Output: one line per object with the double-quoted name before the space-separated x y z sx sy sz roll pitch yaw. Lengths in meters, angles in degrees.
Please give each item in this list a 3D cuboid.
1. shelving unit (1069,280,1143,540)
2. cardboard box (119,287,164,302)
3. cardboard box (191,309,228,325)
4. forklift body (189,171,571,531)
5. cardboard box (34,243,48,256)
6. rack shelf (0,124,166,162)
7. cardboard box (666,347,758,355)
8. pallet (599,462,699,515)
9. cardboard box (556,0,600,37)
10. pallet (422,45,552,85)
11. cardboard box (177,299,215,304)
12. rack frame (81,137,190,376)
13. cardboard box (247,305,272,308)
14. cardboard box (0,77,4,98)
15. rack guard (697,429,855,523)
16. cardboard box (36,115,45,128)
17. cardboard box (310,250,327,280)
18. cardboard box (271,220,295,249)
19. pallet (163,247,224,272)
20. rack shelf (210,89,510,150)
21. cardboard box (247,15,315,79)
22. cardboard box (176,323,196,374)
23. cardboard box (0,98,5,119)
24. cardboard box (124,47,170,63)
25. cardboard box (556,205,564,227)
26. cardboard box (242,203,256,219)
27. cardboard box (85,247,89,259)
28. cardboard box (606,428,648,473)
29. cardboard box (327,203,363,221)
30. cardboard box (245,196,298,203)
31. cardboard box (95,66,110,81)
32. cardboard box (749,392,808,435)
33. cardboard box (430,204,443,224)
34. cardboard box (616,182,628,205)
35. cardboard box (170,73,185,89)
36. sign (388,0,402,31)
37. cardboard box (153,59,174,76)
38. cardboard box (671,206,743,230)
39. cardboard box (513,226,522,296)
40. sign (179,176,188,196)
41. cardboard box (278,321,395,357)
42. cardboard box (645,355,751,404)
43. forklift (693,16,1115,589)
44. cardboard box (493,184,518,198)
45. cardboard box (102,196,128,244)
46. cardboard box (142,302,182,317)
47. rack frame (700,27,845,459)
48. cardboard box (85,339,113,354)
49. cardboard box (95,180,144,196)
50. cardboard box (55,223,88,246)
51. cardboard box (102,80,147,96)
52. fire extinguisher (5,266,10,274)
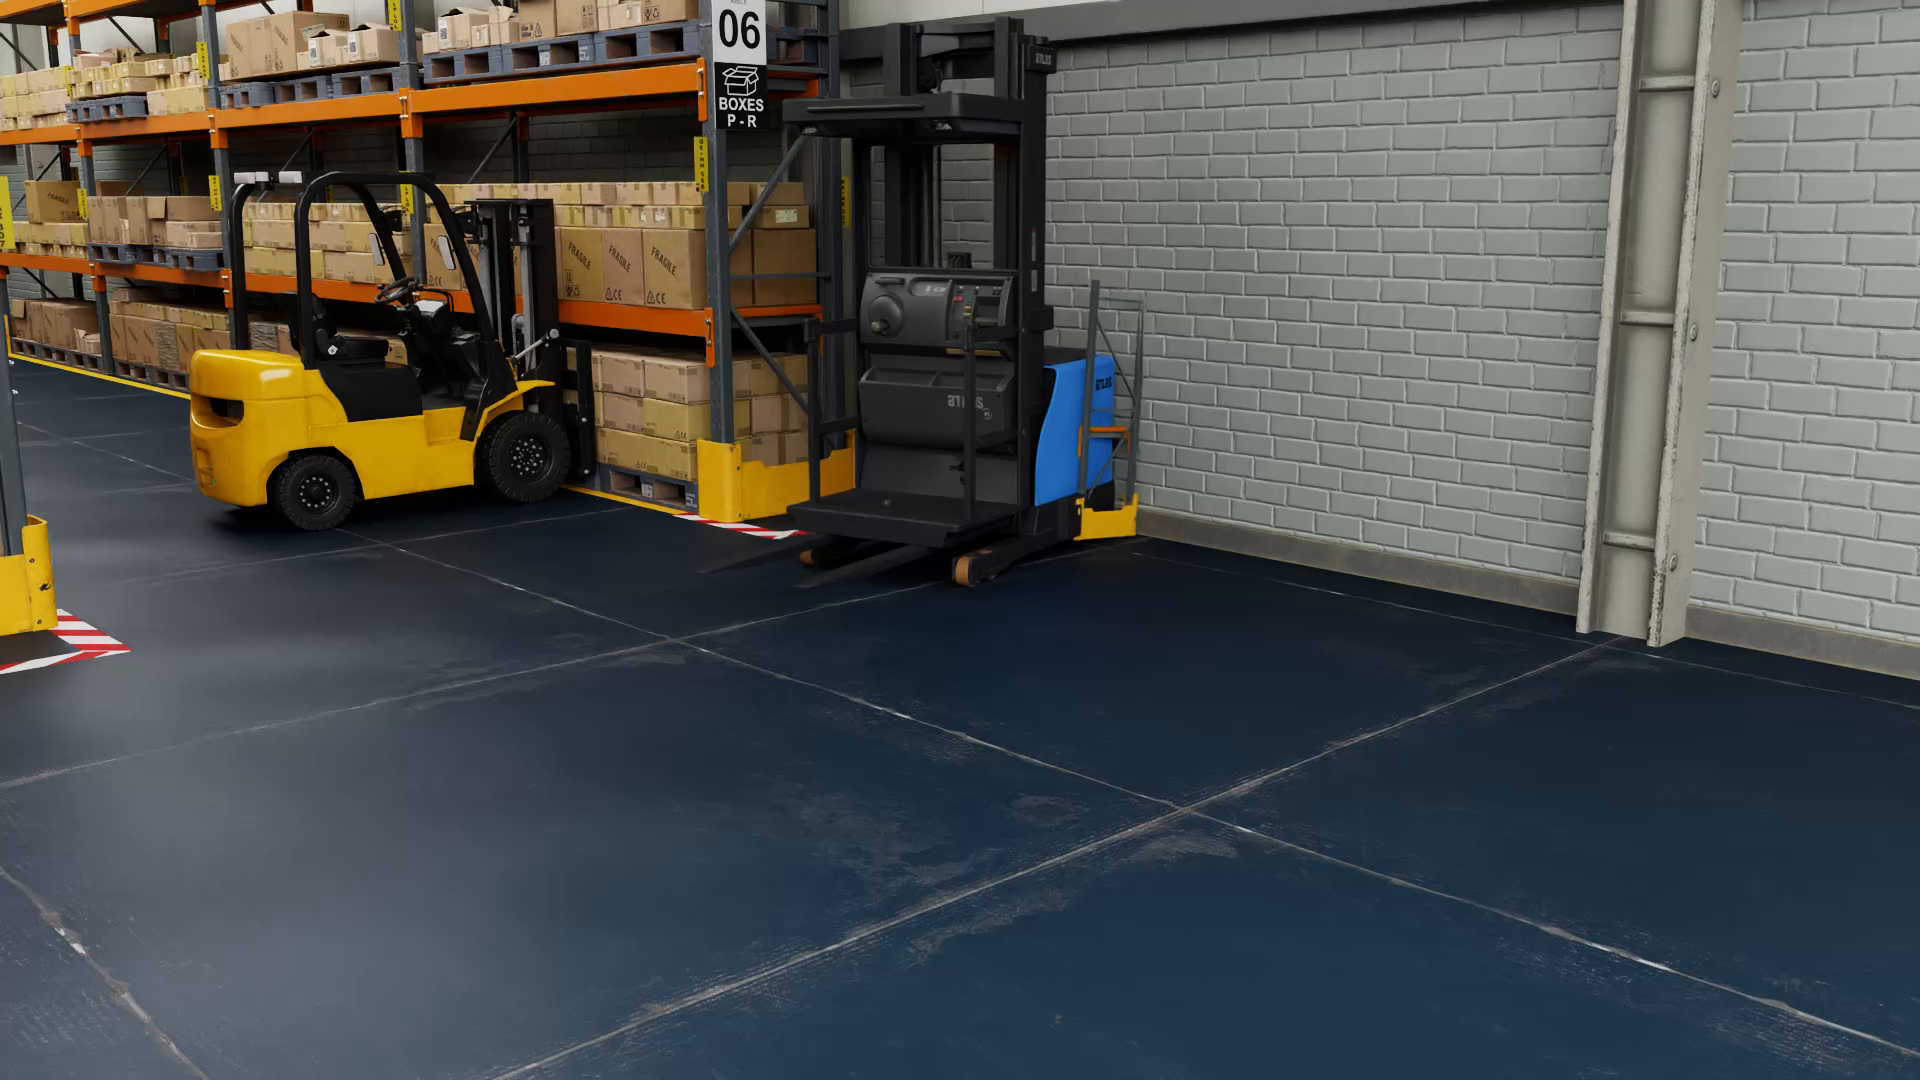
"shelving unit" 0.523 -0.826 10.131 1.083 1.500 0.587 10 10 43
"cardboard box" -9.189 -2.756 18.666 0.250 0.149 0.380 11 16 42
"cardboard box" -7.731 -2.309 17.234 0.380 0.149 0.250 -10 15 -41
"forklift body" -3.801 -1.288 10.832 2.313 2.155 1.214 -11 16 -43
"cardboard box" -11.142 -3.576 20.459 0.380 0.149 0.250 -10 16 -41
"rack shelf" -10.840 -4.841 20.324 1.077 0.370 4.000 -11 16 -43
"cardboard box" -1.714 -1.199 11.591 0.500 0.250 0.500 -11 16 -42
"pallet" -1.730 -0.421 11.432 1.003 0.211 1.213 -11 16 -43
"cardboard box" -2.288 -3.648 11.214 0.700 0.500 0.500 -11 16 -42
"pallet" -3.326 -3.570 12.590 1.003 0.211 1.213 -11 16 -43
"cardboard box" -8.636 -2.646 18.867 0.380 0.149 0.250 -11 16 -42
"rack frame" -9.459 -3.432 19.138 1.000 3.000 0.127 -11 16 -43
"cardboard box" -7.561 -2.419 17.765 0.380 0.149 0.250 -11 16 -44
"cardboard box" -11.759 -5.626 20.746 0.500 0.250 0.500 -11 16 -43
"rack guard" -1.155 -0.453 10.872 1.175 0.500 0.348 -11 16 -43
"cardboard box" -10.775 -4.982 19.847 0.380 0.149 0.250 -11 16 -42
"cardboard box" -5.505 -2.452 14.751 0.500 0.250 0.500 -10 15 -41
"cardboard box" -5.873 -2.769 15.051 0.500 0.250 0.500 11 16 44
"pallet" -7.215 -2.844 16.756 1.213 0.211 1.003 -11 16 -43
"rack shelf" -5.315 -3.673 14.657 1.077 0.370 4.000 -11 16 -43
"cardboard box" -5.951 -4.422 14.971 0.700 0.500 0.500 -11 16 -44
"cardboard box" -7.845 -2.012 17.399 0.500 0.500 0.500 -10 15 -40
"cardboard box" -11.746 -5.383 20.808 0.500 0.250 0.500 -10 16 -41
"cardboard box" -8.991 -5.313 18.401 0.396 0.266 0.258 -11 16 -43
"cardboard box" -2.624 -2.292 11.748 0.380 0.149 0.250 -11 16 -43
"cardboard box" -6.504 -3.089 15.615 0.380 0.149 0.250 -10 16 -41
"cardboard box" -9.861 -3.321 19.218 0.380 0.149 0.250 -11 16 -42
"cardboard box" -2.061 -0.638 11.350 0.500 0.250 0.500 -11 16 -43
"cardboard box" -5.234 -2.833 14.372 0.380 0.149 0.250 -11 16 -42
"cardboard box" -6.939 -3.200 16.722 0.500 0.500 0.500 -10 15 -40
"cardboard box" -8.992 -4.968 17.756 0.380 0.149 0.250 -11 16 -43
"cardboard box" -1.346 -0.882 11.295 0.500 0.250 0.500 -11 16 -42
"cardboard box" -3.904 -2.548 12.991 0.380 0.149 0.250 -11 16 -43
"cardboard box" -2.083 -2.329 11.190 0.380 0.149 0.250 -11 16 -42
"cardboard box" -7.646 -4.570 16.611 0.380 0.149 0.250 -11 16 -43
"sign" -4.320 -4.064 12.710 0.100 0.325 0.005 -11 16 -43
"cardboard box" -7.868 -4.747 16.732 0.380 0.149 0.250 -11 16 -44
"cardboard box" -1.614 -2.059 10.618 0.380 0.149 0.250 -11 16 -42
"cardboard box" -3.094 -2.065 12.254 0.500 0.500 0.500 -11 16 -43
"sign" -9.060 -4.077 19.399 0.100 0.325 0.005 -11 16 -43
"cardboard box" -5.818 -1.704 15.593 0.875 0.625 0.625 -10 15 -41
"cardboard box" -1.715 -1.053 10.886 0.500 0.250 0.500 -10 15 -41
"forklift" -0.240 -1.293 8.925 1.130 2.935 3.031 7 13 30
"cardboard box" -3.198 -2.542 12.222 0.380 0.149 0.250 -11 16 -43
"cardboard box" -8.929 -3.510 18.224 0.700 0.500 0.500 -11 16 -42
"cardboard box" -8.772 -2.538 18.345 0.380 0.149 0.250 -11 16 -44
"rack frame" -1.172 -1.681 10.637 1.000 3.000 0.127 -11 16 -43
"cardboard box" -10.056 -2.282 19.579 0.250 0.149 0.380 11 16 43
"cardboard box" -10.295 -4.126 20.282 0.500 0.500 0.500 11 16 44
"cardboard box" -10.343 -3.616 19.663 0.500 0.250 0.500 -11 16 -42
"cardboard box" -8.833 -4.785 17.605 0.380 0.149 0.250 -11 16 -43
"fire extinguisher" -12.657 -3.753 21.808 0.296 0.674 0.183 -11 16 -43
